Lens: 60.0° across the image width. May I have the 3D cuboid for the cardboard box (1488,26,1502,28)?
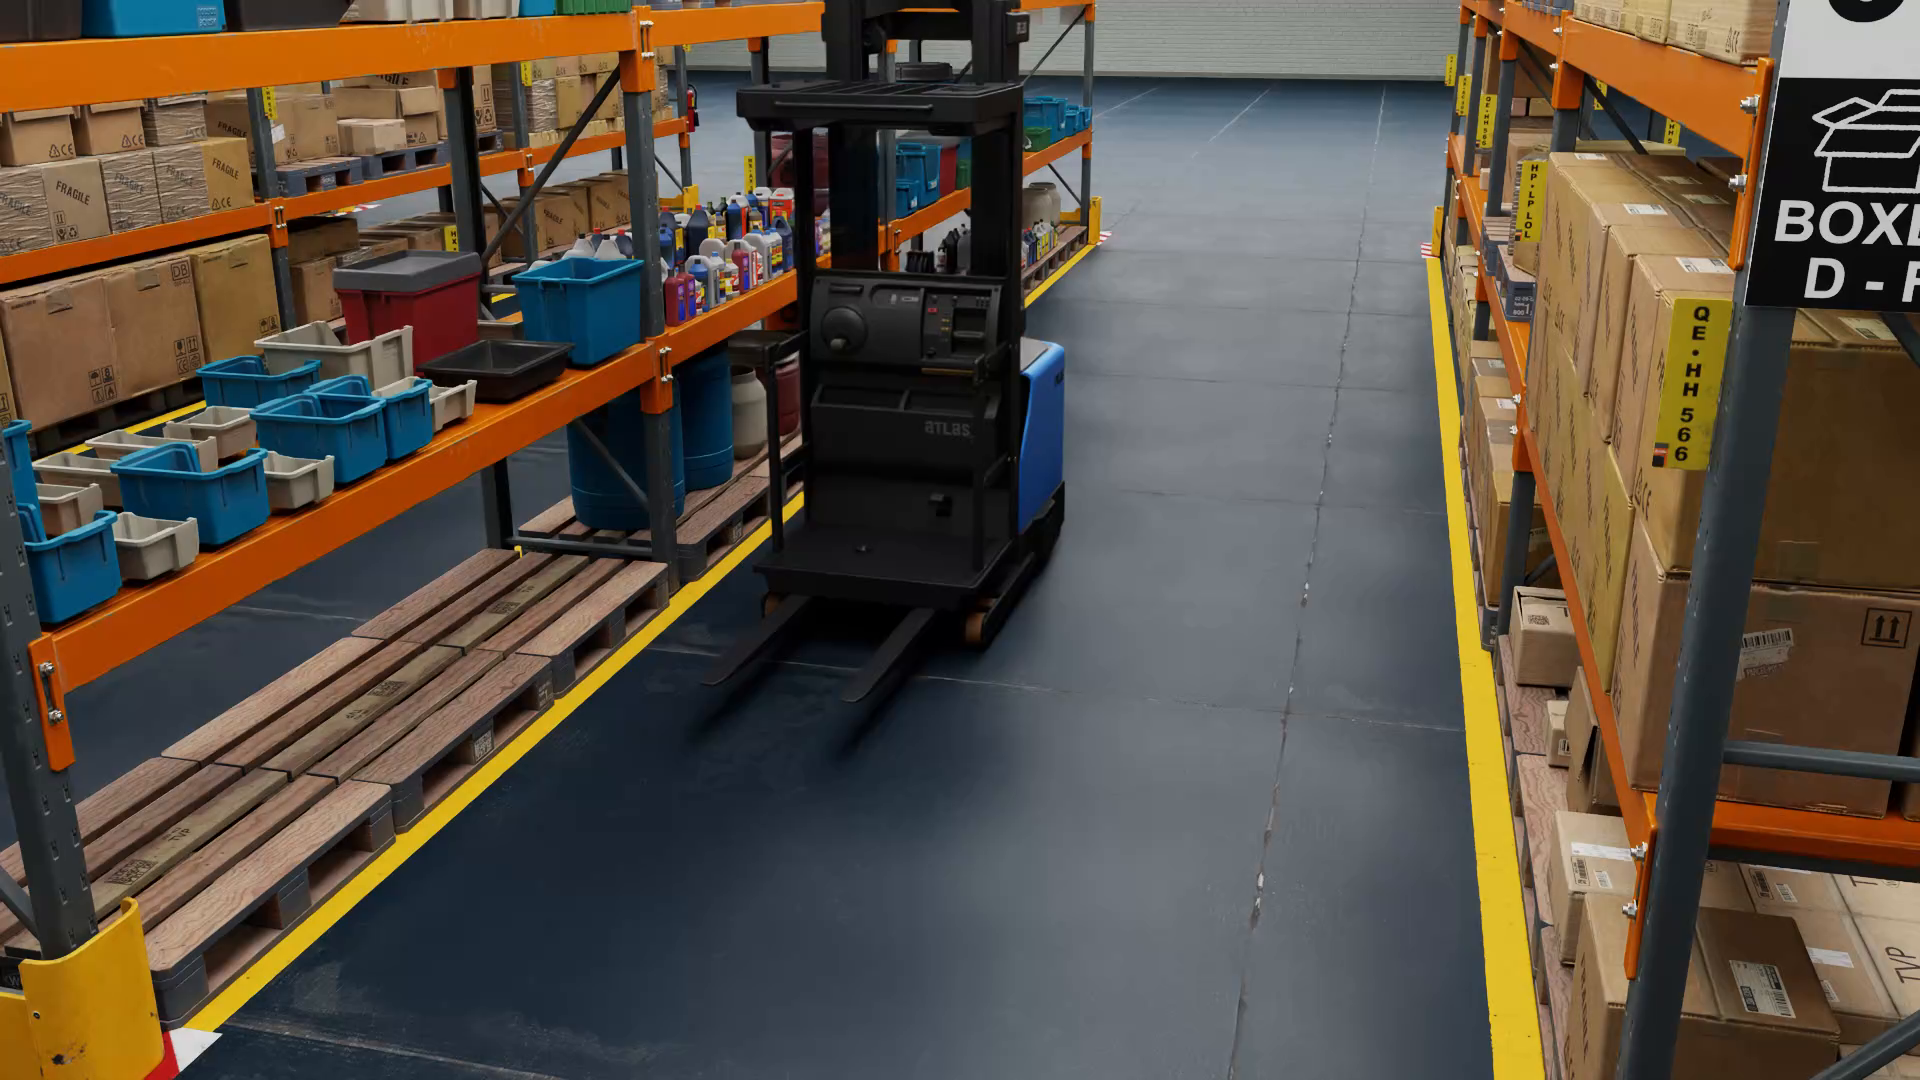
[{"bbox_3d":[5.550,-4.891,16.705,0.700,0.500,0.500,4,19,12],"label":"cardboard box"}]

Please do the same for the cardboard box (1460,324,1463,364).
[{"bbox_3d":[3.999,-1.451,12.398,0.500,0.250,0.500,5,20,15],"label":"cardboard box"}]

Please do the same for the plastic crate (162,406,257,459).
[{"bbox_3d":[-2.691,-0.381,5.979,0.298,0.136,0.250,5,19,13],"label":"plastic crate"}]

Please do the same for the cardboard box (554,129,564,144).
[{"bbox_3d":[-4.317,-4.170,17.143,0.380,0.149,0.250,5,19,13],"label":"cardboard box"}]

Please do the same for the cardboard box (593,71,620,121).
[{"bbox_3d":[-4.257,-4.883,18.229,0.875,0.500,0.500,5,19,13],"label":"cardboard box"}]

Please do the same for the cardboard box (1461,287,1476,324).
[{"bbox_3d":[3.994,-1.718,12.313,0.500,0.311,0.500,5,19,13],"label":"cardboard box"}]

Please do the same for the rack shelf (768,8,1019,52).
[{"bbox_3d":[-0.455,-4.148,13.163,1.077,0.370,4.000,5,19,13],"label":"rack shelf"}]

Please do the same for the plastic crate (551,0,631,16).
[{"bbox_3d":[-1.732,-2.351,7.117,0.450,0.188,0.662,5,19,13],"label":"plastic crate"}]

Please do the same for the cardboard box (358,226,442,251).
[{"bbox_3d":[-5.212,-2.598,15.340,0.700,0.500,0.500,3,19,9],"label":"cardboard box"}]

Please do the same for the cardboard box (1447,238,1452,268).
[{"bbox_3d":[5.098,-2.834,16.449,0.500,0.250,0.500,5,19,13],"label":"cardboard box"}]

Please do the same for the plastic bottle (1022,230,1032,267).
[{"bbox_3d":[0.633,-2.871,16.369,0.144,0.351,0.185,5,20,15],"label":"plastic bottle"}]

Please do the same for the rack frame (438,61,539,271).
[{"bbox_3d":[-4.770,-4.087,16.513,1.000,3.000,0.127,5,19,13],"label":"rack frame"}]

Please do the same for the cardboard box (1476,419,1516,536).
[{"bbox_3d":[2.976,-0.310,8.641,0.500,0.500,0.500,5,19,14],"label":"cardboard box"}]

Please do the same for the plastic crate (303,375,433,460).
[{"bbox_3d":[-2.124,-0.442,6.007,0.416,0.233,0.300,5,19,13],"label":"plastic crate"}]

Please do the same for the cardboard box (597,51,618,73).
[{"bbox_3d":[-4.058,-5.340,18.020,0.500,0.500,0.500,5,19,13],"label":"cardboard box"}]

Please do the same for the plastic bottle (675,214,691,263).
[{"bbox_3d":[-1.702,-1.839,10.122,0.152,0.276,0.135,5,19,13],"label":"plastic bottle"}]

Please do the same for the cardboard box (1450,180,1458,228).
[{"bbox_3d":[5.236,-3.345,16.783,0.500,0.500,0.500,5,19,13],"label":"cardboard box"}]

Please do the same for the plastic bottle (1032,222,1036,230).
[{"bbox_3d":[0.795,-3.193,17.418,0.061,0.283,0.133,5,19,13],"label":"plastic bottle"}]

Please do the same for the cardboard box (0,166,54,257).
[{"bbox_3d":[-6.125,-2.066,10.440,0.500,0.500,0.500,4,19,12],"label":"cardboard box"}]

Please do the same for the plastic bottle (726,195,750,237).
[{"bbox_3d":[-1.476,-2.128,10.970,0.152,0.276,0.135,5,19,13],"label":"plastic bottle"}]

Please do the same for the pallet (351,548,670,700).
[{"bbox_3d":[-2.063,0.365,7.793,1.003,0.211,1.213,5,19,13],"label":"pallet"}]

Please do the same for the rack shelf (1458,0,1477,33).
[{"bbox_3d":[5.324,-5.009,15.685,1.077,0.370,4.000,5,19,13],"label":"rack shelf"}]

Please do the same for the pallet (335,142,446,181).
[{"bbox_3d":[-5.303,-3.366,14.699,1.003,0.211,1.213,5,19,13],"label":"pallet"}]

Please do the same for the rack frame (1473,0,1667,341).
[{"bbox_3d":[3.858,-2.050,10.548,1.000,3.000,0.127,5,19,13],"label":"rack frame"}]

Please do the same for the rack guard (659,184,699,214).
[{"bbox_3d":[-3.811,-4.134,20.517,1.175,0.500,0.348,5,19,13],"label":"rack guard"}]

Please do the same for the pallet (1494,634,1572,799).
[{"bbox_3d":[2.712,0.739,6.698,1.003,0.211,1.213,5,19,13],"label":"pallet"}]

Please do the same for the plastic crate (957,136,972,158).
[{"bbox_3d":[0.065,-3.318,14.286,0.392,0.384,0.575,5,19,13],"label":"plastic crate"}]

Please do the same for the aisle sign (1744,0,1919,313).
[{"bbox_3d":[1.590,-0.775,2.795,0.394,0.787,0.004,5,19,13],"label":"aisle sign"}]

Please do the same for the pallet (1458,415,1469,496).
[{"bbox_3d":[3.639,-0.499,10.322,1.003,0.211,1.213,5,19,13],"label":"pallet"}]

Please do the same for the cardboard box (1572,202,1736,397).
[{"bbox_3d":[2.116,-0.706,4.913,0.500,0.500,0.500,5,20,15],"label":"cardboard box"}]

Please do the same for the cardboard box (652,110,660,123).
[{"bbox_3d":[-3.735,-4.955,19.444,0.380,0.149,0.250,5,19,13],"label":"cardboard box"}]

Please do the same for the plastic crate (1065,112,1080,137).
[{"bbox_3d":[1.014,-4.496,17.939,0.499,0.251,0.408,5,19,13],"label":"plastic crate"}]

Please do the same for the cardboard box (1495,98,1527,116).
[{"bbox_3d":[4.694,-3.760,14.397,0.380,0.149,0.250,5,19,13],"label":"cardboard box"}]

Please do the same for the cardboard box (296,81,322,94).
[{"bbox_3d":[-8.624,-5.715,21.047,0.875,0.550,0.550,5,19,13],"label":"cardboard box"}]

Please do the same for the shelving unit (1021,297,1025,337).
[{"bbox_3d":[0.187,-0.763,9.566,0.258,1.200,0.503,5,20,15],"label":"shelving unit"}]

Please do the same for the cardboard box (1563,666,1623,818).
[{"bbox_3d":[2.427,0.766,5.485,0.797,0.503,0.637,5,19,13],"label":"cardboard box"}]

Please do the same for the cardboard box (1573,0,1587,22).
[{"bbox_3d":[2.522,-2.012,6.028,0.500,0.250,0.500,5,19,13],"label":"cardboard box"}]

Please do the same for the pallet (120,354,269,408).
[{"bbox_3d":[-6.013,-1.273,12.587,1.003,0.211,1.213,5,19,13],"label":"pallet"}]

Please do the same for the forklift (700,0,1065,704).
[{"bbox_3d":[-0.319,-1.031,7.671,1.130,2.935,3.031,5,20,15],"label":"forklift"}]

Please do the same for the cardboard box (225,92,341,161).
[{"bbox_3d":[-5.614,-3.435,13.798,0.700,0.500,0.500,8,20,21],"label":"cardboard box"}]

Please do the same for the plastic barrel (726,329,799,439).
[{"bbox_3d":[-1.323,-0.991,10.529,0.600,0.588,0.708,5,19,13],"label":"plastic barrel"}]

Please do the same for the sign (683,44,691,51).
[{"bbox_3d":[-3.259,-5.988,19.798,0.100,0.325,0.005,5,19,13],"label":"sign"}]

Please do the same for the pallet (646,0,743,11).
[{"bbox_3d":[-1.825,-2.772,8.314,1.213,0.211,1.003,5,19,13],"label":"pallet"}]

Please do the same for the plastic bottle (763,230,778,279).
[{"bbox_3d":[-1.101,-1.640,9.546,0.097,0.271,0.097,0,19,0],"label":"plastic bottle"}]

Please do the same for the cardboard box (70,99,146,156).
[{"bbox_3d":[-6.103,-2.923,11.399,0.797,0.503,0.637,5,20,15],"label":"cardboard box"}]

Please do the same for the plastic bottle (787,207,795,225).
[{"bbox_3d":[-0.988,-1.854,10.050,0.144,0.351,0.185,5,19,13],"label":"plastic bottle"}]

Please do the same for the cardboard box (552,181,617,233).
[{"bbox_3d":[-4.245,-3.777,18.824,0.500,0.500,0.500,7,20,18],"label":"cardboard box"}]

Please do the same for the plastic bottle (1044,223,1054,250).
[{"bbox_3d":[0.899,-3.182,17.395,0.152,0.276,0.135,5,19,14],"label":"plastic bottle"}]

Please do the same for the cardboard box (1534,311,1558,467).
[{"bbox_3d":[2.370,-0.544,5.986,0.500,0.500,0.500,5,19,14],"label":"cardboard box"}]

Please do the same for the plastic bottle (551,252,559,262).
[{"bbox_3d":[-2.126,-1.358,8.704,0.061,0.283,0.133,5,19,13],"label":"plastic bottle"}]

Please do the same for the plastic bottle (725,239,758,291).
[{"bbox_3d":[-1.213,-1.535,9.233,0.152,0.276,0.135,5,19,13],"label":"plastic bottle"}]

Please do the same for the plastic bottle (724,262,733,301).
[{"bbox_3d":[-1.271,-1.389,8.920,0.097,0.201,0.097,0,19,0],"label":"plastic bottle"}]

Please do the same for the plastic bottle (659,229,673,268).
[{"bbox_3d":[-1.711,-1.660,9.606,0.097,0.271,0.097,0,19,0],"label":"plastic bottle"}]

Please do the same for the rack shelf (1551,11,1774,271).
[{"bbox_3d":[2.392,-1.248,4.674,1.077,0.370,4.000,5,19,13],"label":"rack shelf"}]
